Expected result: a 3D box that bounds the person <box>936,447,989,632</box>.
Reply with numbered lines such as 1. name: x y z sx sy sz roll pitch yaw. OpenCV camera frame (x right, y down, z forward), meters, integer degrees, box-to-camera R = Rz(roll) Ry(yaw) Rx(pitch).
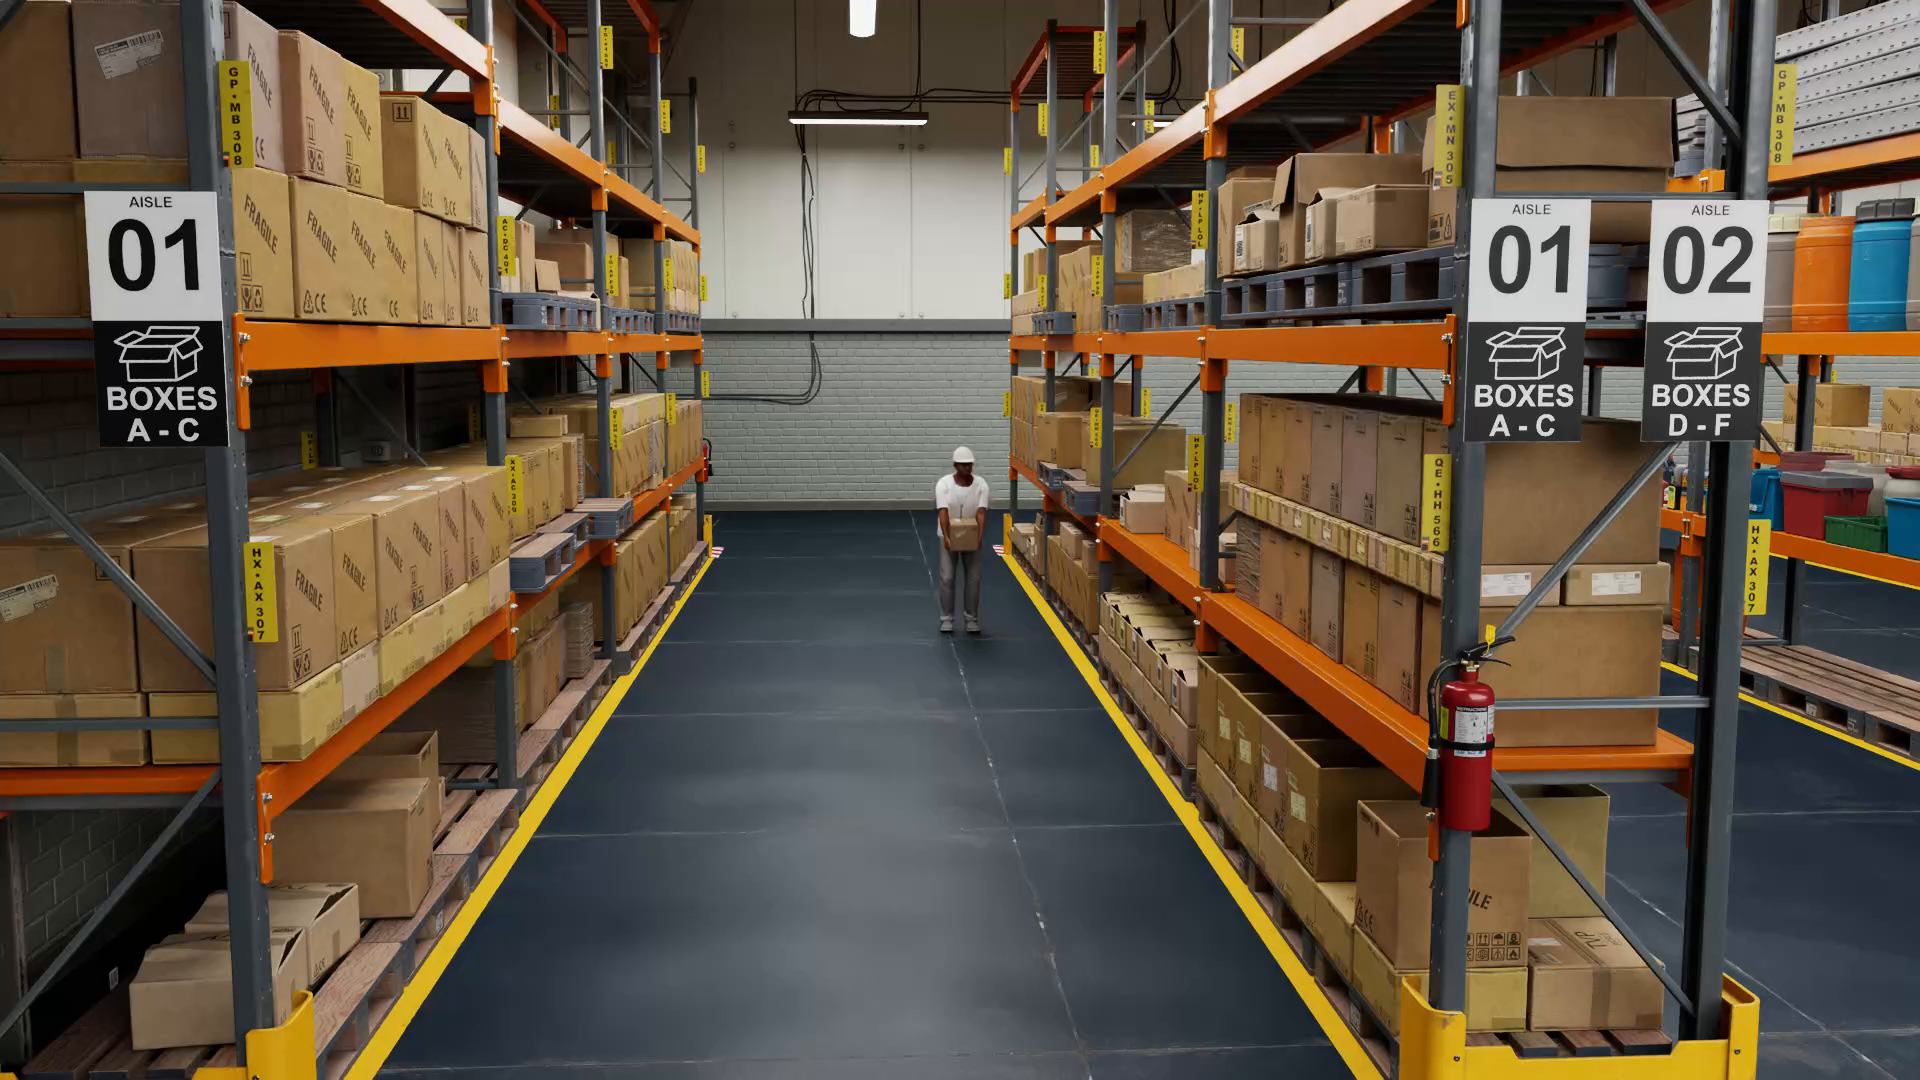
1. person: 0.028 -0.001 15.711 0.505 1.750 0.582 -1 7 -6
